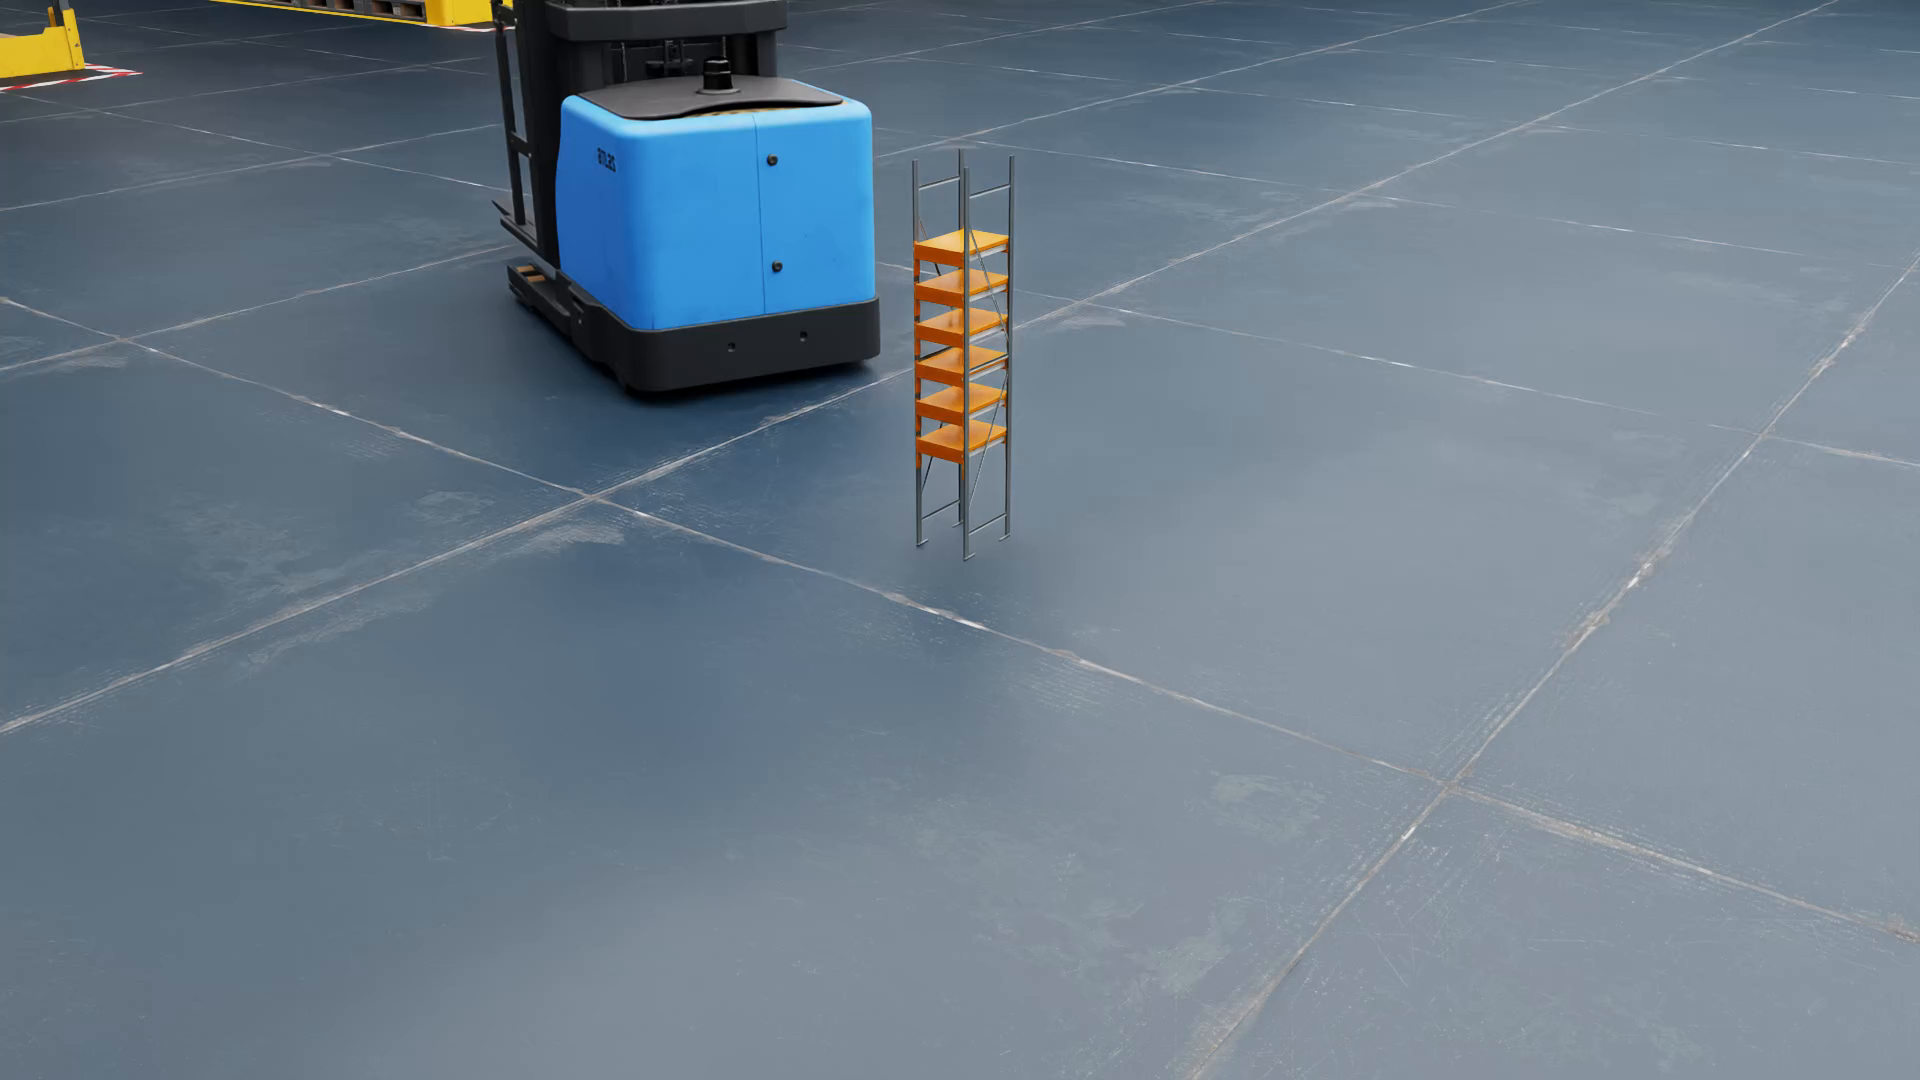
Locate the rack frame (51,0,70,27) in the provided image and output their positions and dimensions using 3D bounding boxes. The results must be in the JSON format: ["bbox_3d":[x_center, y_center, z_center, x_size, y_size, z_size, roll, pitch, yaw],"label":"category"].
[{"bbox_3d":[-8.131,-5.408,13.803,0.127,3.000,1.000,17,29,33],"label":"rack frame"}]

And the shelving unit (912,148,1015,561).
[{"bbox_3d":[0.012,-0.546,5.000,0.189,1.200,0.258,17,29,33],"label":"shelving unit"}]

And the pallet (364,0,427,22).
[{"bbox_3d":[-5.850,-5.956,18.506,1.213,0.211,1.003,17,29,33],"label":"pallet"}]

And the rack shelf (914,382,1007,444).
[{"bbox_3d":[0.012,-0.395,5.066,0.180,0.103,0.258,17,29,33],"label":"rack shelf"}]

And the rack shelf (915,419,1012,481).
[{"bbox_3d":[0.012,-0.285,5.115,0.180,0.103,0.258,17,29,33],"label":"rack shelf"}]

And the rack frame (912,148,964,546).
[{"bbox_3d":[-0.062,-0.568,5.050,0.006,1.200,0.240,17,29,33],"label":"rack frame"}]

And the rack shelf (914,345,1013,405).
[{"bbox_3d":[0.012,-0.505,5.018,0.180,0.103,0.258,17,29,33],"label":"rack shelf"}]

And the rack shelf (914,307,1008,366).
[{"bbox_3d":[0.012,-0.615,4.970,0.180,0.103,0.258,17,29,33],"label":"rack shelf"}]

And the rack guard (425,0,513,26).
[{"bbox_3d":[-5.221,-5.880,17.976,0.348,0.500,1.175,17,29,33],"label":"rack guard"}]

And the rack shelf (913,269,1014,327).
[{"bbox_3d":[0.012,-0.725,4.921,0.180,0.103,0.258,17,29,33],"label":"rack shelf"}]

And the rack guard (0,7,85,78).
[{"bbox_3d":[-8.220,-4.267,14.315,0.348,0.500,1.175,17,29,33],"label":"rack guard"}]

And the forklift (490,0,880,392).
[{"bbox_3d":[-1.461,-2.465,7.210,1.130,2.935,3.031,-12,27,-25],"label":"forklift"}]

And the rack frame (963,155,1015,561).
[{"bbox_3d":[0.085,-0.523,4.950,0.006,1.200,0.240,17,29,33],"label":"rack frame"}]

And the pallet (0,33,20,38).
[{"bbox_3d":[-8.867,-4.333,14.823,1.213,0.211,1.003,17,29,33],"label":"pallet"}]

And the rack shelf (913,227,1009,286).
[{"bbox_3d":[0.012,-0.834,4.873,0.180,0.103,0.258,17,29,33],"label":"rack shelf"}]

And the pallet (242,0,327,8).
[{"bbox_3d":[-7.803,-6.546,19.845,1.213,0.211,1.003,17,29,33],"label":"pallet"}]

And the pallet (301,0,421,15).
[{"bbox_3d":[-6.822,-6.251,19.176,1.213,0.211,1.003,17,29,33],"label":"pallet"}]
